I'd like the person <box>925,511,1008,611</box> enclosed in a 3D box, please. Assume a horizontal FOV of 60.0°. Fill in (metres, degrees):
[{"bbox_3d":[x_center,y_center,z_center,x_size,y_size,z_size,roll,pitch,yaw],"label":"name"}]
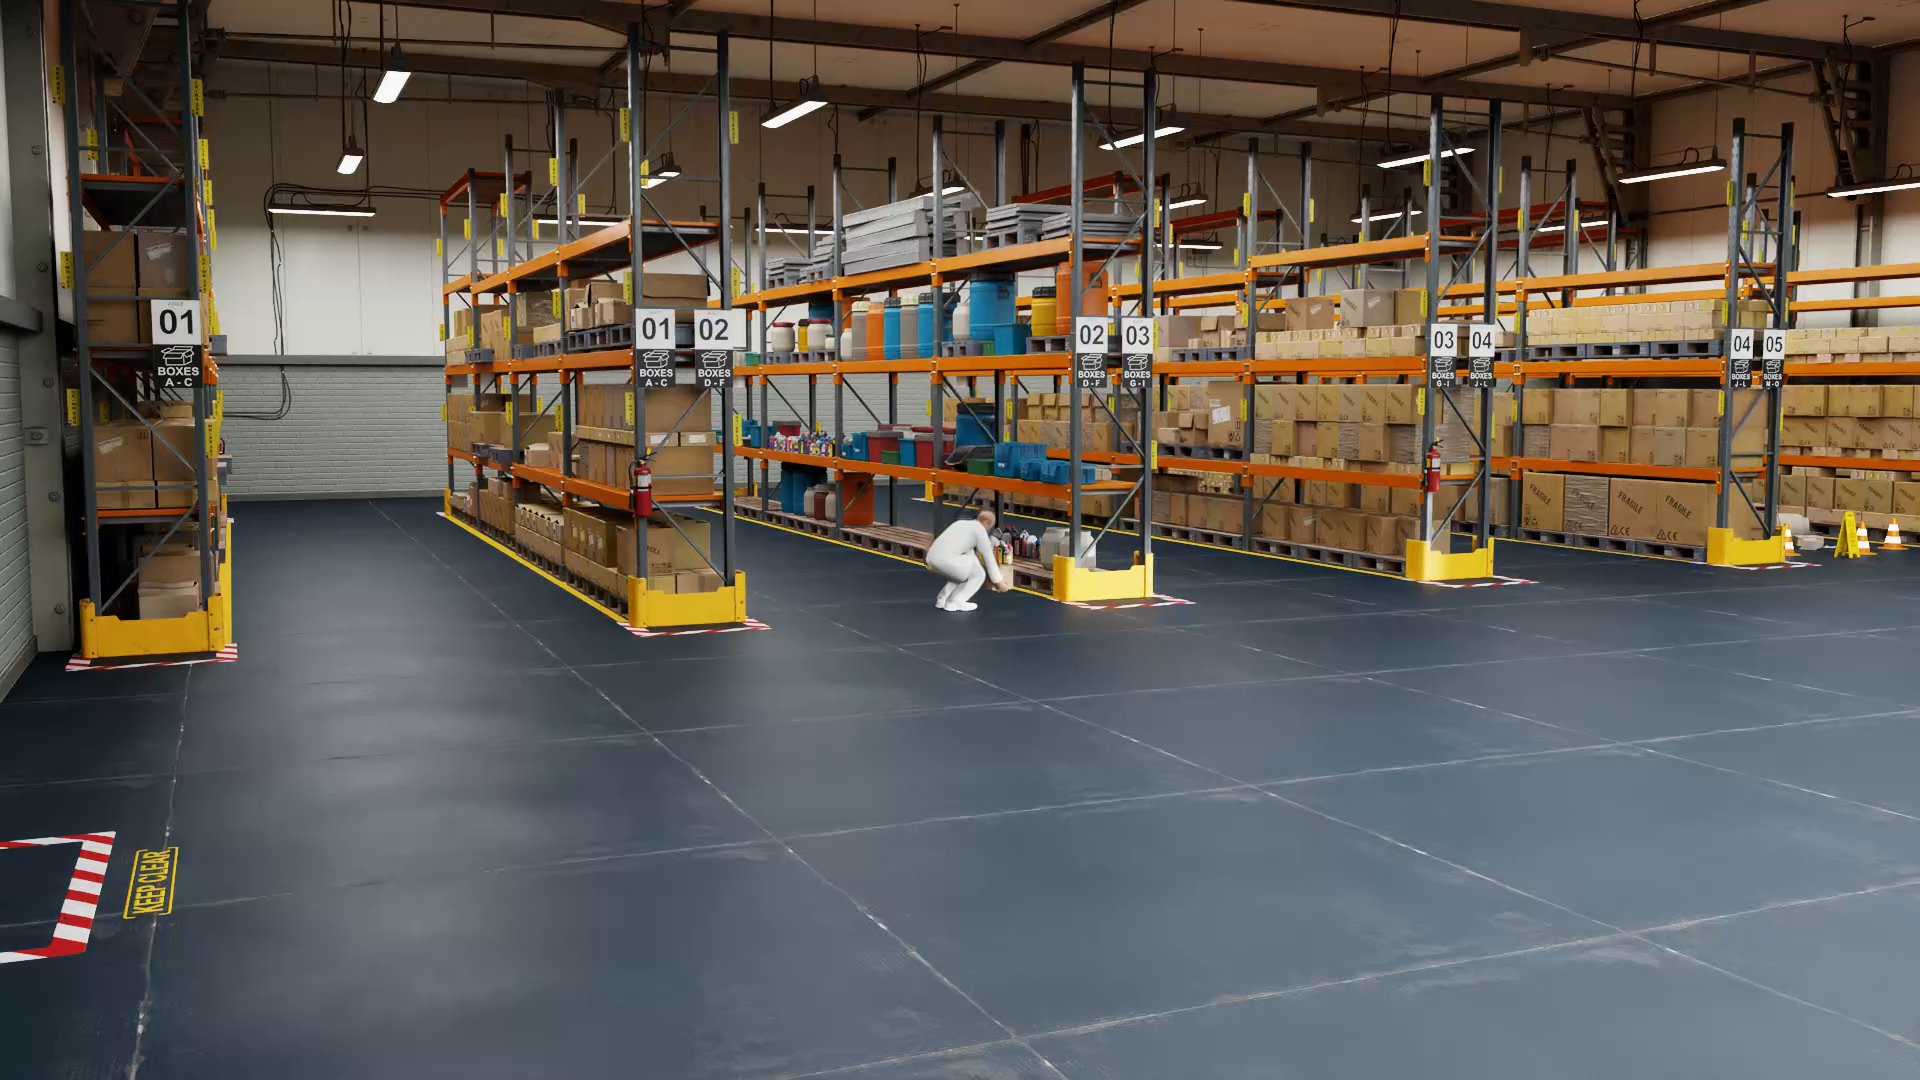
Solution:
[{"bbox_3d":[0.048,0.221,18.203,0.893,1.062,0.612,-2,6,-24],"label":"person"}]
